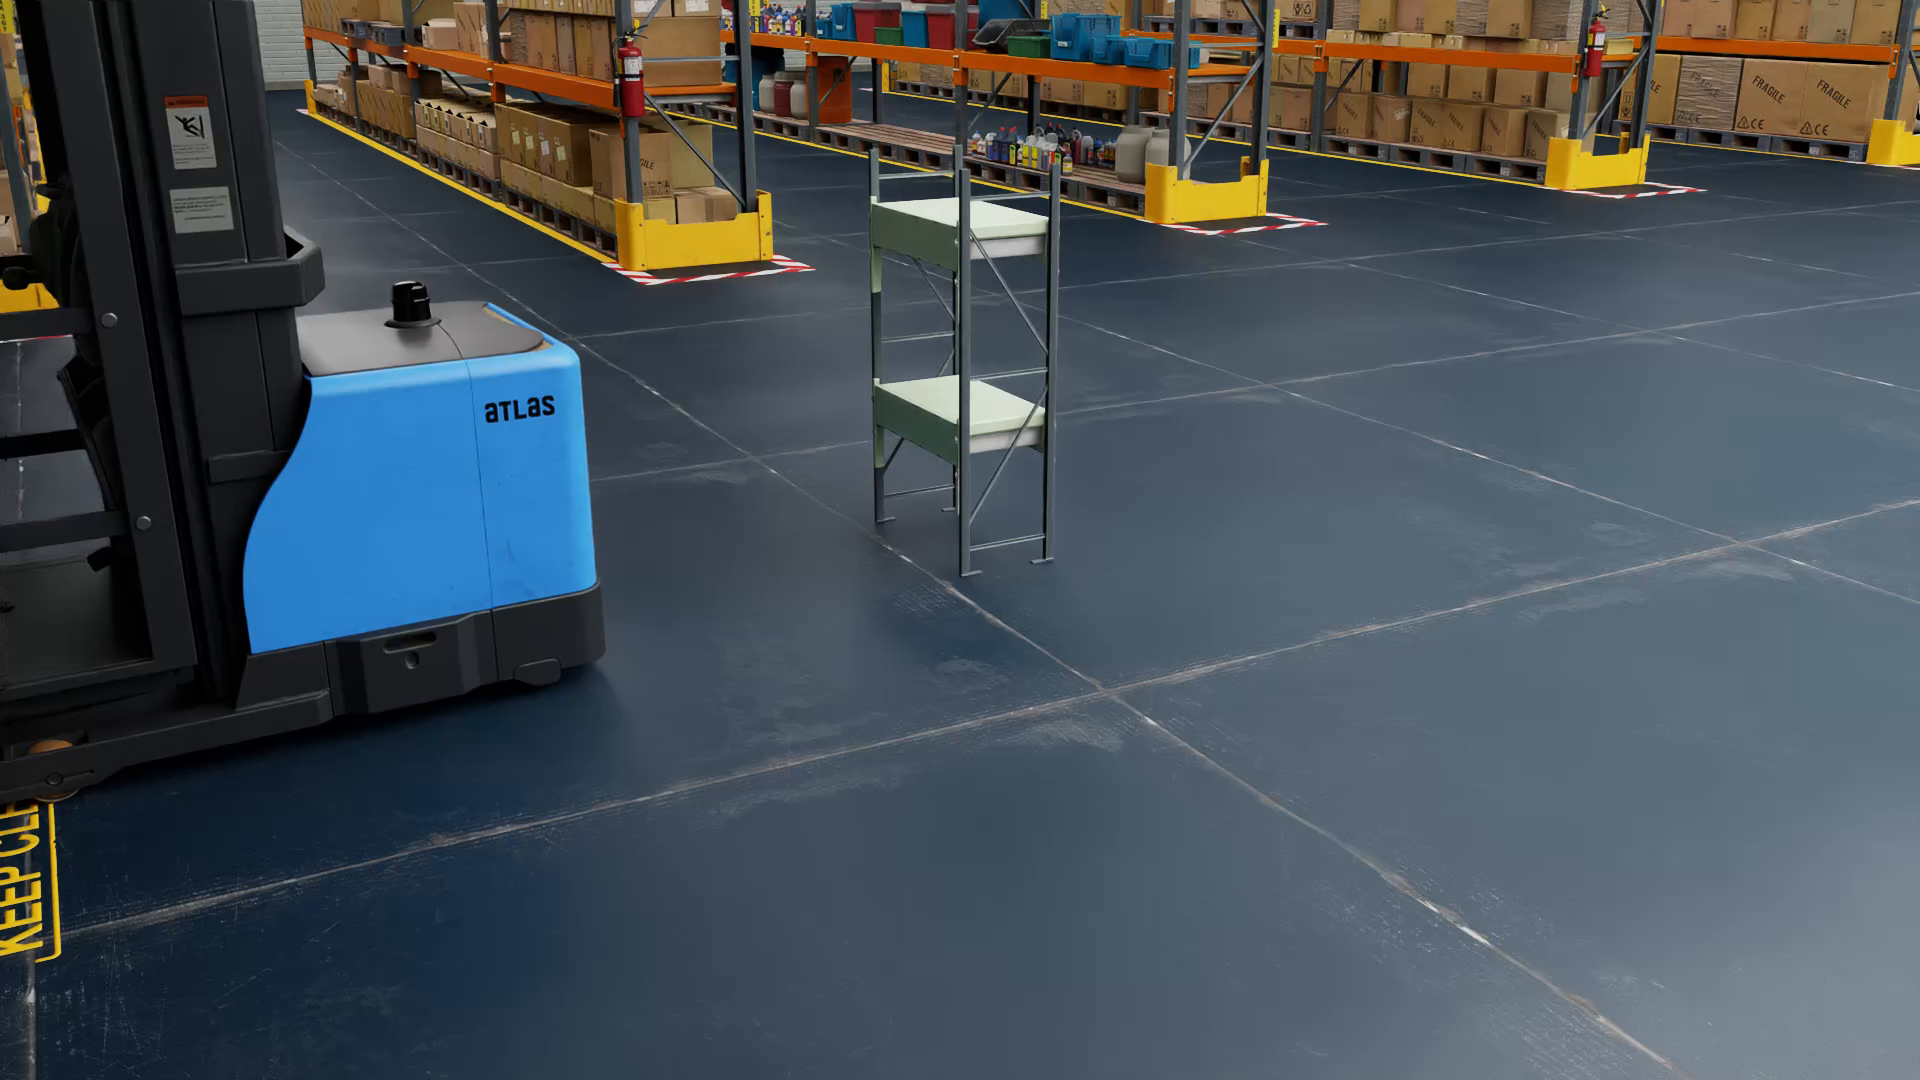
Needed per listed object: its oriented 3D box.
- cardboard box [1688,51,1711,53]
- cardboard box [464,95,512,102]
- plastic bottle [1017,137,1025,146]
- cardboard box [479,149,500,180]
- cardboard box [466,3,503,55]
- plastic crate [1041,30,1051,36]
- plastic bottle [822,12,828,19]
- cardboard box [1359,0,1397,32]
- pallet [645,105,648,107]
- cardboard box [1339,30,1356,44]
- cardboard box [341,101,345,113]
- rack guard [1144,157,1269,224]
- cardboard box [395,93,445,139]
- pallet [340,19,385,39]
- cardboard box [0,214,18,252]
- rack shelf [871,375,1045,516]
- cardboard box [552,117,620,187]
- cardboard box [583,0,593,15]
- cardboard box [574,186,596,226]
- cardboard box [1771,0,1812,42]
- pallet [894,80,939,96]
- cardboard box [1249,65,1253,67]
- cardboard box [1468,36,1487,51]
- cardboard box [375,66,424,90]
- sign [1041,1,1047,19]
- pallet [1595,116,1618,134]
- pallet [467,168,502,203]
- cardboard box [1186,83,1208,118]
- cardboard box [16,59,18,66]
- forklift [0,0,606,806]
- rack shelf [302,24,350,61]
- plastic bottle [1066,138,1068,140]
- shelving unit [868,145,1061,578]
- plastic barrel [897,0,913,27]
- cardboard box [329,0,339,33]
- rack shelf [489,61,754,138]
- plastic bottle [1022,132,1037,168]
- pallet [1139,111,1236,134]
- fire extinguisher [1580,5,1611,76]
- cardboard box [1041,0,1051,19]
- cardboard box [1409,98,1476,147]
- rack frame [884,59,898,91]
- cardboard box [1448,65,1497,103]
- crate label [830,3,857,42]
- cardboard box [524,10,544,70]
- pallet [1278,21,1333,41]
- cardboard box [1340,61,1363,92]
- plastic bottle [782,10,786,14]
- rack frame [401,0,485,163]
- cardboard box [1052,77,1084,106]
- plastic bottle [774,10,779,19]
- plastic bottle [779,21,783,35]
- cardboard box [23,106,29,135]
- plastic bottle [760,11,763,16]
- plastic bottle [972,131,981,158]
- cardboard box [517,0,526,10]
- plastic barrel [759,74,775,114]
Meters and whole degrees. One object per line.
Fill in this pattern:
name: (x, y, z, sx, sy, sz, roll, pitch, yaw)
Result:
cardboard box: (14.590, -9.408, 32.487, 0.500, 0.500, 0.500, -11, 22, -28)
cardboard box: (-5.379, -4.926, 19.019, 0.500, 0.311, 0.500, -9, 21, -25)
plastic bottle: (0.626, -4.024, 17.202, 0.097, 0.271, 0.097, 0, 19, 0)
cardboard box: (-4.398, -3.699, 16.323, 0.500, 0.250, 0.500, -10, 22, -27)
cardboard box: (-4.784, -5.291, 17.213, 0.500, 0.500, 0.500, -10, 21, -27)
plastic crate: (1.180, -5.146, 17.174, 0.499, 0.251, 0.616, -10, 21, -27)
plastic bottle: (-1.828, -7.029, 22.599, 0.097, 0.271, 0.097, 0, 19, 0)
cardboard box: (5.140, -6.159, 19.273, 0.875, 0.500, 0.500, -10, 21, -27)
pallet: (-4.925, -7.376, 27.683, 1.003, 0.211, 1.213, -10, 21, -27)
cardboard box: (4.719, -5.958, 19.685, 0.380, 0.149, 0.250, -10, 21, -27)
cardboard box: (-8.495, -6.101, 23.409, 0.380, 0.149, 0.250, -10, 21, -27)
rack guard: (2.237, -3.177, 15.071, 1.175, 0.500, 0.348, -10, 21, -27)
cardboard box: (-6.496, -5.133, 20.065, 0.500, 0.500, 0.500, -9, 21, -25)
pallet: (-7.461, -6.685, 21.701, 1.003, 0.211, 1.213, -10, 21, -27)
cardboard box: (-6.924, -2.122, 11.631, 0.500, 0.311, 0.500, -8, 21, -22)
rack shelf: (0.003, -0.399, 6.488, 0.431, 0.370, 0.720, -10, 21, -27)
cardboard box: (-3.050, -3.223, 13.796, 0.500, 0.500, 0.500, -10, 21, -27)
cardboard box: (-2.760, -4.232, 13.151, 0.380, 0.149, 0.250, -10, 21, -26)
cardboard box: (-2.809, -2.726, 13.505, 0.500, 0.250, 0.500, -10, 21, -27)
cardboard box: (10.435, -6.355, 20.221, 0.875, 0.550, 0.550, -10, 21, -27)
pallet: (-0.475, -8.168, 29.980, 1.003, 0.211, 1.213, -10, 21, -27)
cardboard box: (4.959, -8.328, 29.437, 0.380, 0.149, 0.250, -10, 21, -26)
cardboard box: (5.749, -5.398, 18.062, 0.380, 0.149, 0.250, -10, 21, -27)
cardboard box: (-7.016, -5.796, 20.836, 0.500, 0.250, 0.500, -10, 22, -28)
sign: (0.905, -5.705, 18.141, 0.100, 0.325, 0.005, -10, 21, -27)
pallet: (8.755, -5.890, 23.377, 1.003, 0.211, 1.213, -10, 21, -27)
pallet: (-4.330, -3.613, 16.779, 1.003, 0.211, 1.213, -10, 21, -27)
cardboard box: (3.485, -6.087, 22.831, 0.700, 0.500, 0.500, -12, 22, -31)
cardboard box: (-7.090, -3.376, 12.017, 0.500, 0.250, 0.500, -10, 21, -26)
forklift: (-2.669, -0.831, 4.548, 3.031, 2.935, 1.130, -11, 22, -29)
rack shelf: (-8.694, -7.256, 24.165, 1.077, 0.370, 4.000, -10, 21, -27)
plastic bottle: (1.180, -4.180, 17.637, 0.061, 0.283, 0.133, -8, 21, -23)
shelving unit: (0.003, -0.707, 6.381, 0.431, 1.500, 0.755, -10, 21, -27)
plastic barrel: (-0.607, -6.310, 20.148, 0.421, 0.512, 0.421, 0, 19, 0)
cardboard box: (-8.454, -7.321, 23.096, 0.500, 0.500, 0.500, -9, 21, -25)
rack shelf: (-2.996, -3.812, 14.182, 1.077, 0.370, 4.000, -10, 21, -27)
plastic bottle: (0.725, -3.976, 16.940, 0.144, 0.351, 0.185, -10, 21, -27)
pallet: (3.245, -5.865, 23.304, 1.003, 0.211, 1.213, -10, 21, -27)
fire extinguisher: (6.323, -4.970, 16.555, 0.296, 0.674, 0.183, -10, 21, -27)
cardboard box: (1.451, -8.144, 25.482, 0.500, 0.500, 0.500, -11, 22, -28)
cardboard box: (5.572, -4.826, 19.206, 0.500, 0.500, 0.500, -12, 22, -31)
rack frame: (-0.924, -9.704, 30.155, 1.000, 3.000, 0.127, -10, 21, -27)
cardboard box: (7.916, -6.843, 24.668, 1.050, 0.750, 0.750, -10, 21, -26)
crate label: (-1.250, -6.330, 20.323, 0.502, 0.435, 0.616, -10, 21, -27)
cardboard box: (-3.473, -4.496, 14.910, 0.700, 0.500, 0.500, -10, 22, -27)
pallet: (4.540, -6.410, 20.904, 1.003, 0.211, 1.213, -10, 21, -27)
cardboard box: (6.502, -7.462, 26.845, 0.500, 0.500, 0.500, -9, 21, -24)
plastic bottle: (-2.499, -7.417, 23.718, 0.152, 0.276, 0.135, -10, 21, -27)
rack frame: (-5.845, -5.874, 19.056, 1.000, 3.000, 0.127, -10, 21, -27)
cardboard box: (2.149, -7.060, 25.106, 1.225, 0.875, 0.875, -10, 21, -26)
plastic bottle: (-2.600, -7.390, 23.647, 0.097, 0.271, 0.097, 0, 19, 0)
plastic bottle: (-2.338, -6.782, 21.993, 0.097, 0.201, 0.097, 0, 19, 0)
cardboard box: (-11.254, -5.015, 19.219, 0.750, 0.750, 0.750, -9, 21, -25)
plastic bottle: (-2.692, -7.064, 22.683, 0.061, 0.283, 0.133, -10, 21, -27)
plastic bottle: (0.181, -4.251, 17.860, 0.097, 0.271, 0.097, 0, 19, 0)
cardboard box: (-3.745, -4.827, 14.873, 0.380, 0.149, 0.250, -11, 22, -28)
plastic barrel: (-2.614, -6.273, 23.382, 0.421, 0.512, 0.421, 0, 19, 0)
